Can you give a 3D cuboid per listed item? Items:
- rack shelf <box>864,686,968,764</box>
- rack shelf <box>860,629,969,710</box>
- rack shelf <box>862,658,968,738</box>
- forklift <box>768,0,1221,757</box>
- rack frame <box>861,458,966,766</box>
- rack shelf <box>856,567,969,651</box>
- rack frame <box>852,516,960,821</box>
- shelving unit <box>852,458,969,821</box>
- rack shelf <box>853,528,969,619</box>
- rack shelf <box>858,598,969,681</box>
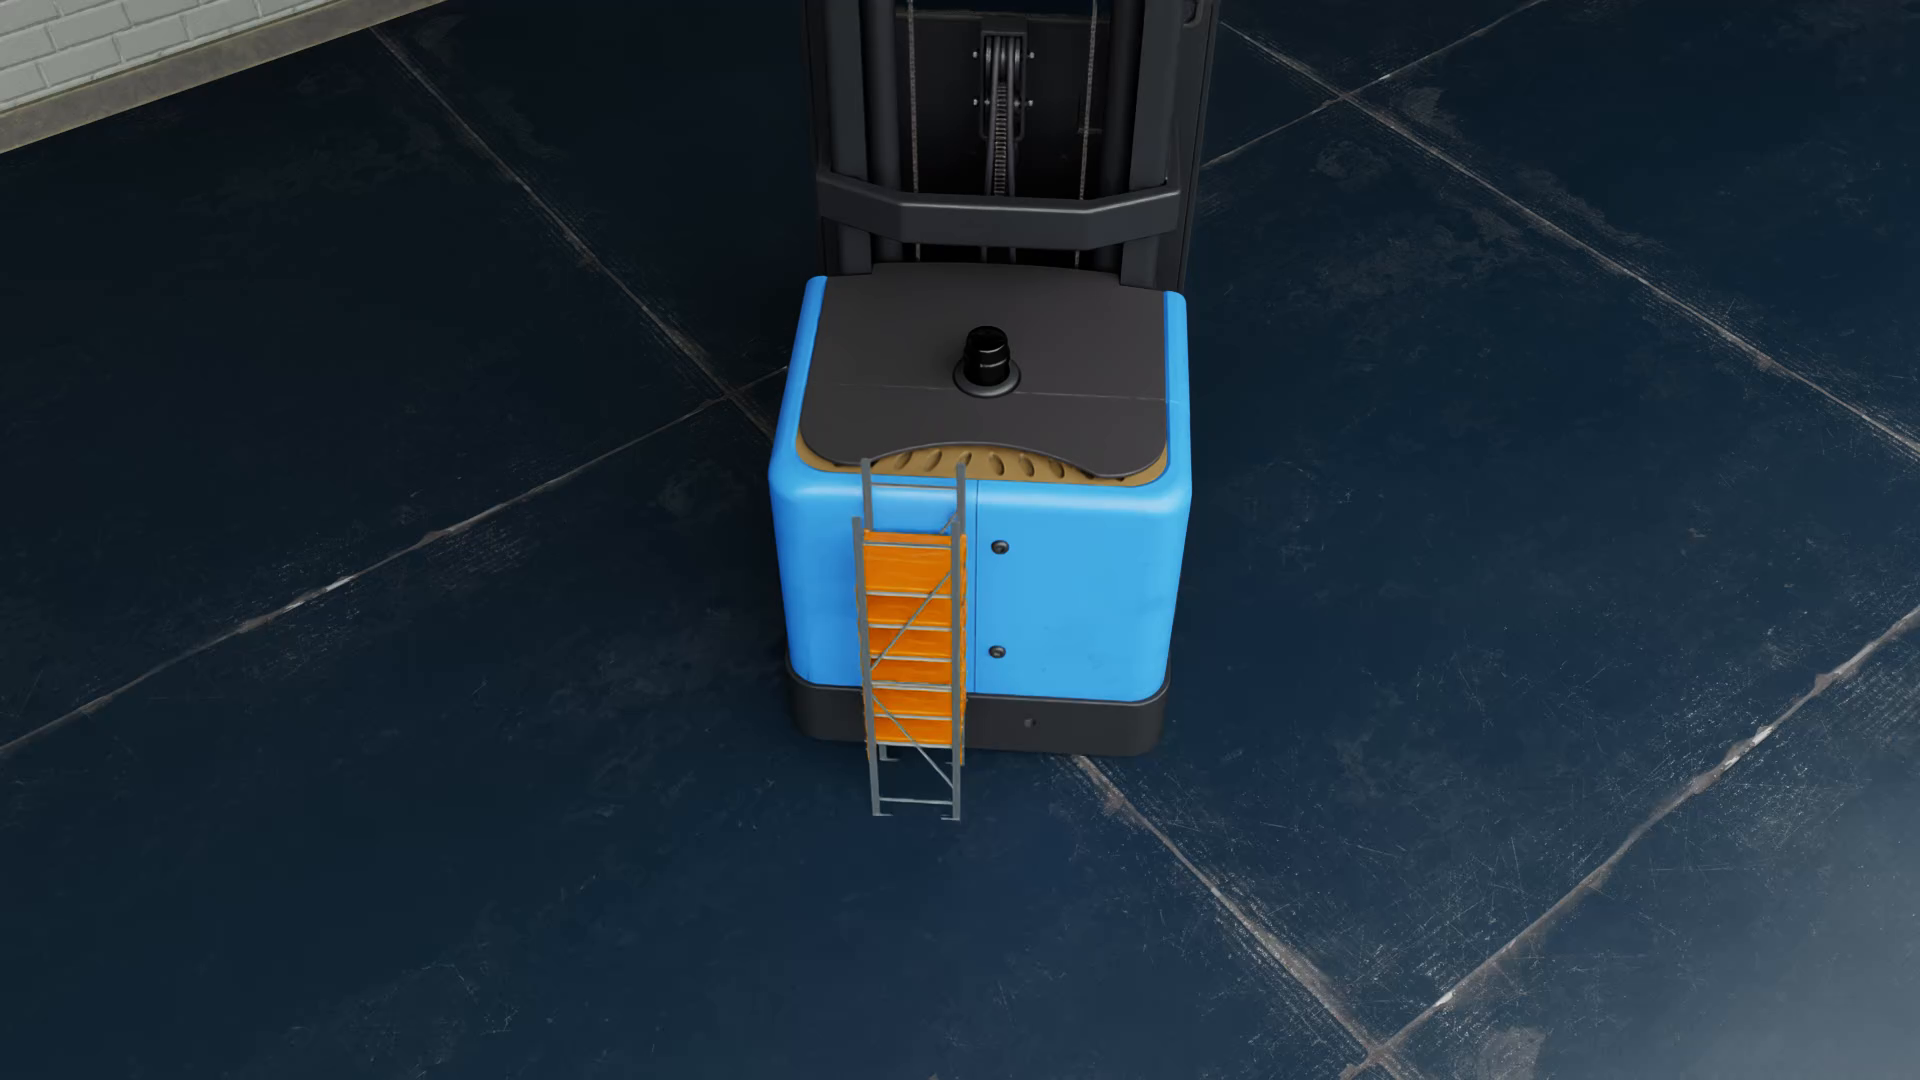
[{"bbox_3d":[-0.113,0.482,4.387,0.258,0.103,0.180,3,48,3],"label":"rack shelf"},{"bbox_3d":[-0.113,0.320,4.210,0.258,0.103,0.180,3,48,3],"label":"rack shelf"},{"bbox_3d":[-0.113,0.401,4.298,0.258,0.103,0.180,3,48,3],"label":"rack shelf"},{"bbox_3d":[0.142,-1.475,4.609,1.130,2.935,3.031,3,48,3],"label":"forklift"},{"bbox_3d":[-0.107,0.223,4.238,0.240,1.200,0.006,3,48,3],"label":"rack frame"},{"bbox_3d":[-0.113,0.159,4.032,0.258,0.103,0.180,3,48,3],"label":"rack shelf"},{"bbox_3d":[-0.119,0.358,4.115,0.240,1.200,0.006,3,48,3],"label":"rack frame"},{"bbox_3d":[-0.113,0.291,4.177,0.258,1.200,0.189,3,48,3],"label":"shelving unit"},{"bbox_3d":[-0.113,0.079,3.943,0.258,0.103,0.180,3,48,3],"label":"rack shelf"},{"bbox_3d":[-0.113,0.240,4.121,0.258,0.103,0.180,3,48,3],"label":"rack shelf"}]
